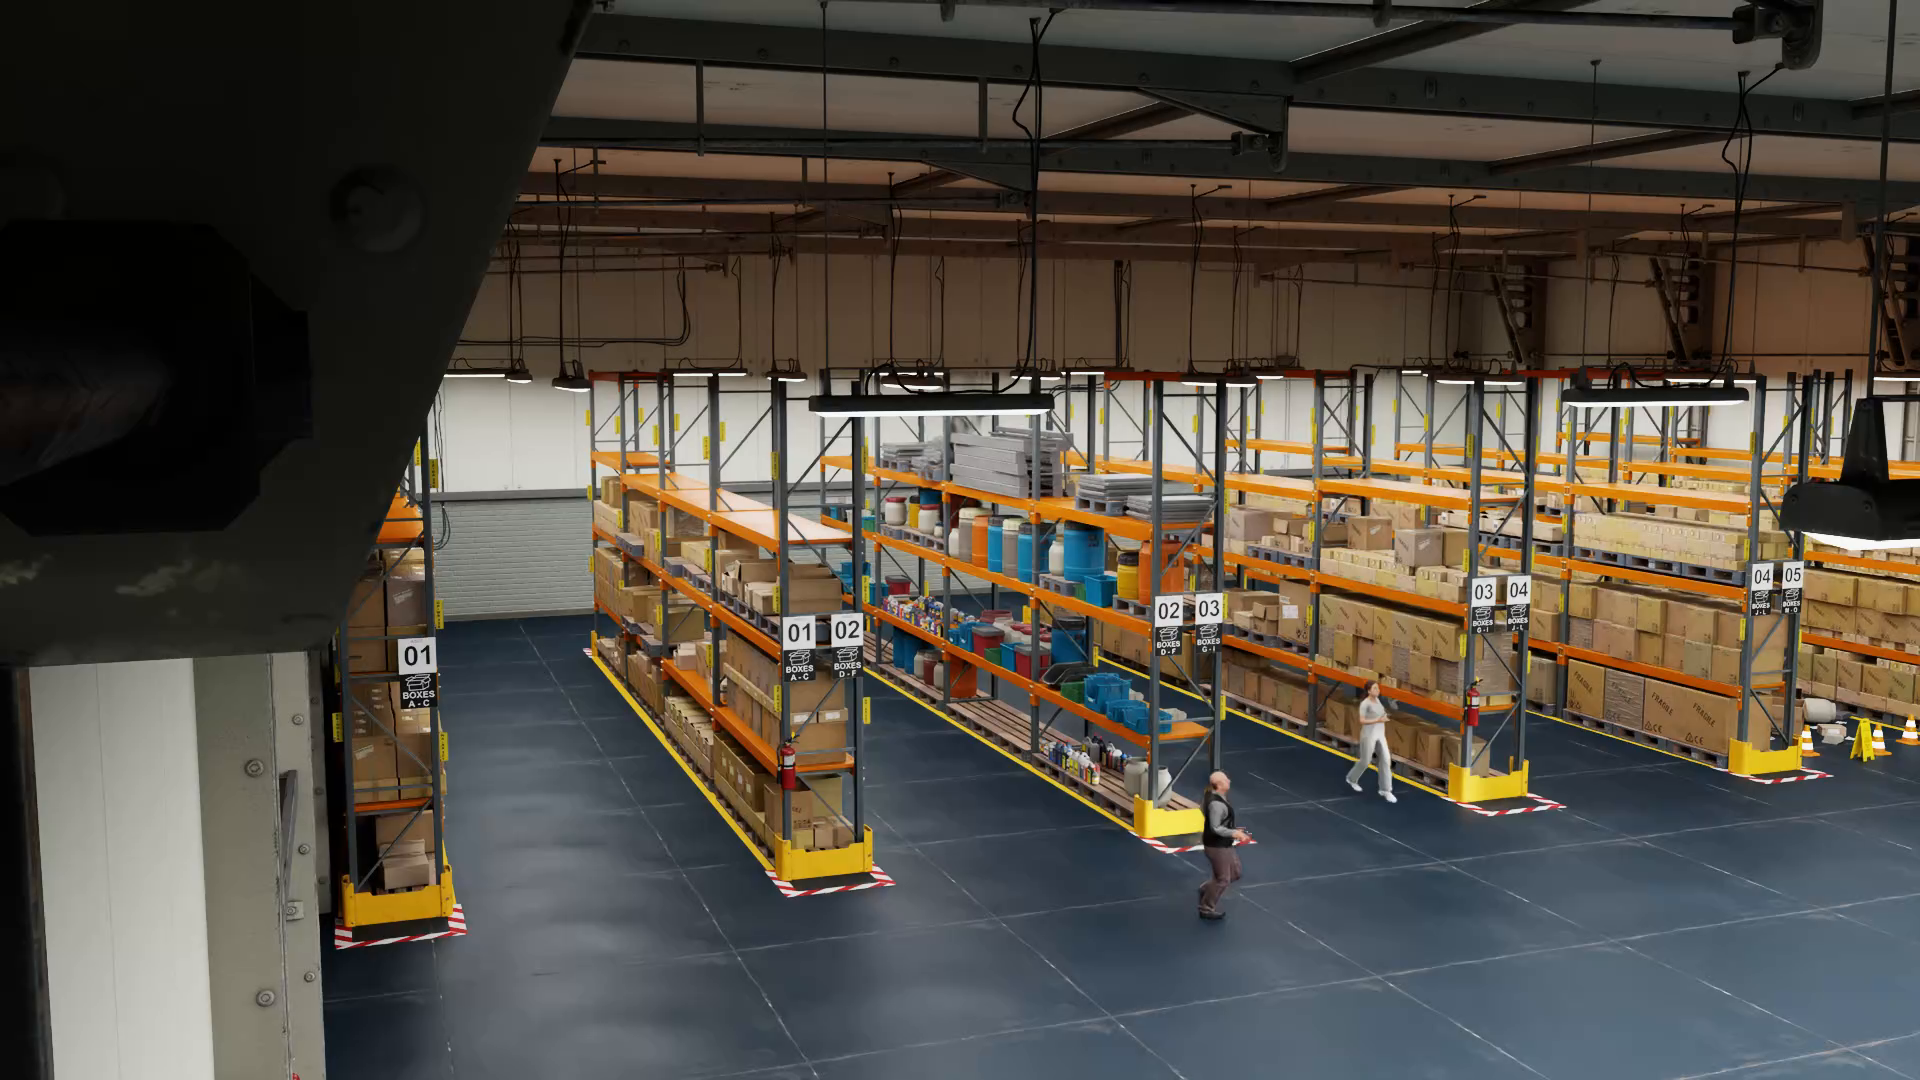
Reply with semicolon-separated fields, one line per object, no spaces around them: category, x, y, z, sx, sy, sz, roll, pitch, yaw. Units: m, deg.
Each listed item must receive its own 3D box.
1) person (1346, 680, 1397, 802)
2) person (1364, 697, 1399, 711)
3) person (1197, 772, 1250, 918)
person;5.879;2.837;23.719;0.561;1.688;0.857;-4;8;-33
person;7.611;2.149;29.679;0.709;1.800;0.891;-3;7;-23
person;2.953;3.414;18.630;0.564;1.673;0.635;1;6;7
